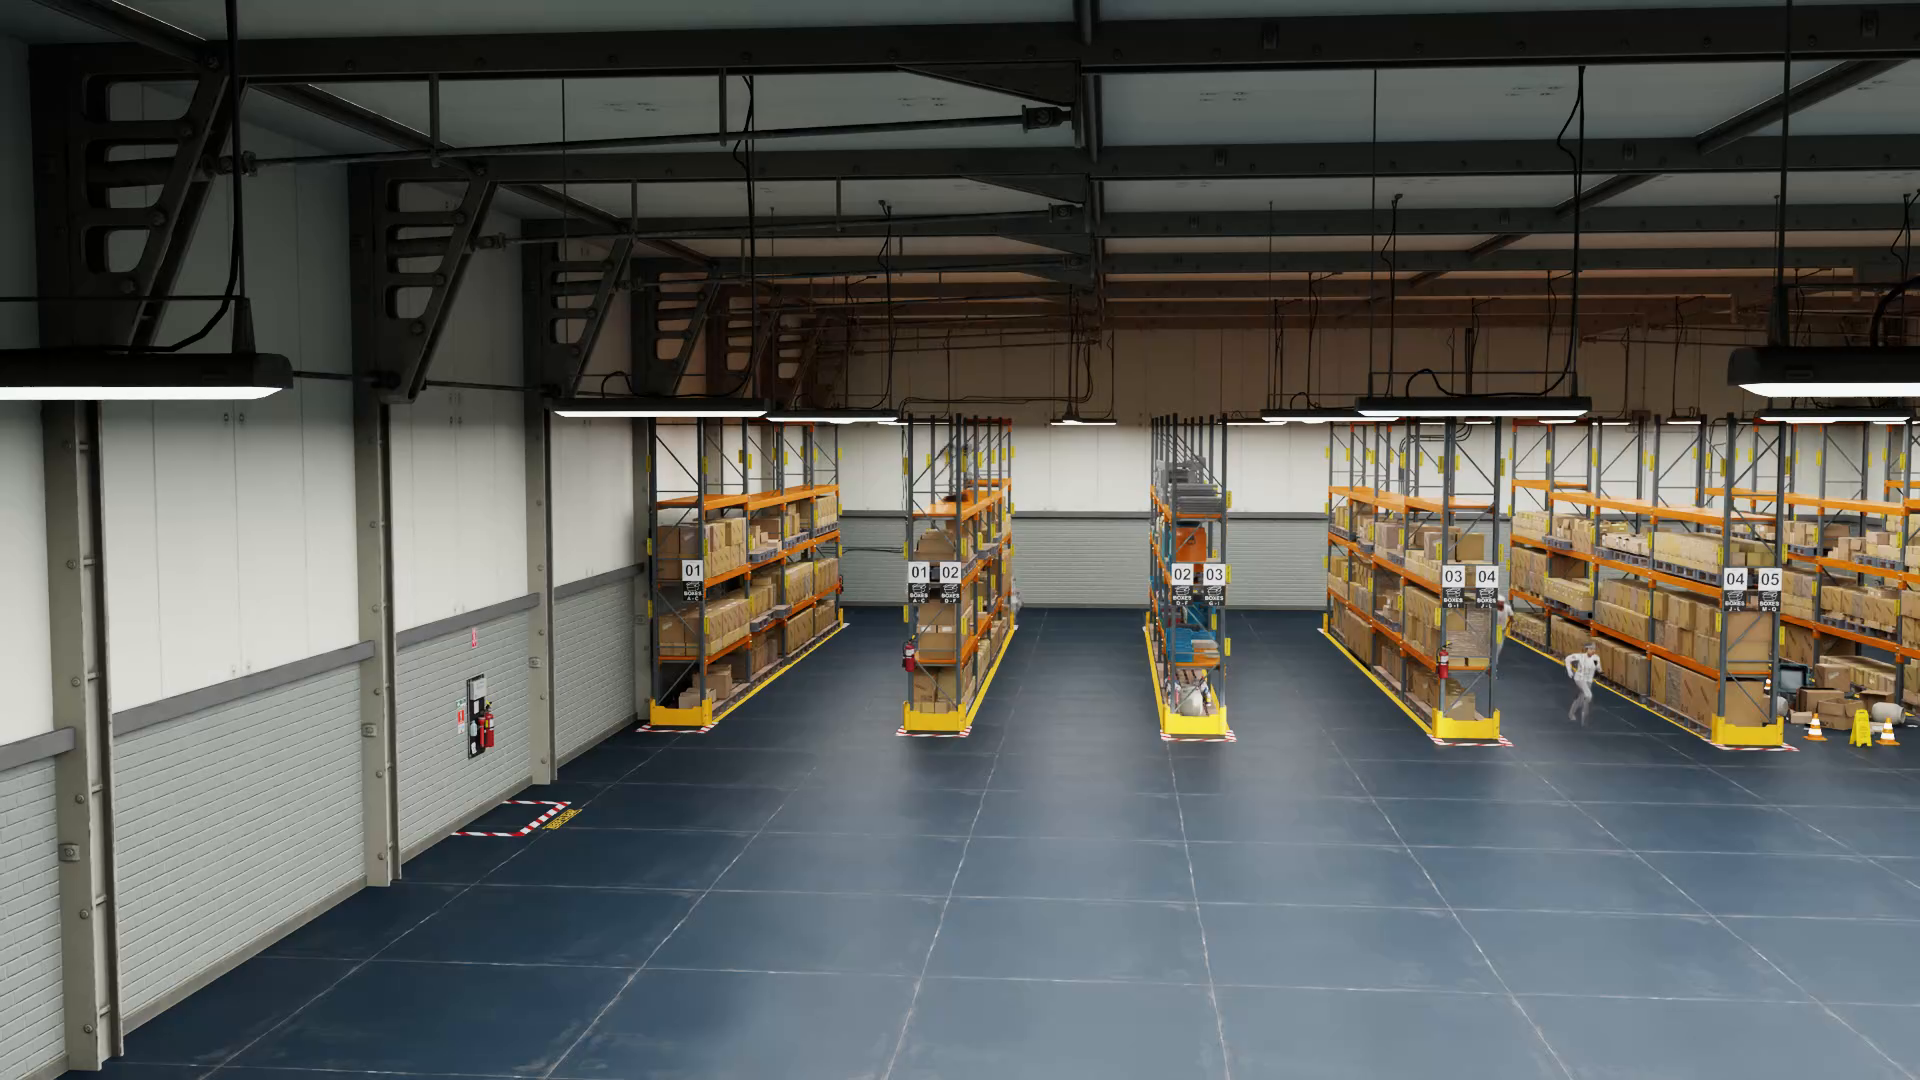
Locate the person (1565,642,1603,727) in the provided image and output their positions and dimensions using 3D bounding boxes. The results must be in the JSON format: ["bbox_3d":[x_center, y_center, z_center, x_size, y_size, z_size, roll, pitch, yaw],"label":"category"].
[{"bbox_3d":[11.983,2.744,31.976,0.602,1.650,0.881,-1,4,-16],"label":"person"}]

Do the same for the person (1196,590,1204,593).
[{"bbox_3d":[6.993,1.661,47.704,0.667,1.808,0.733,2,4,27],"label":"person"}]

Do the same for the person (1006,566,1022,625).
[{"bbox_3d":[1.502,1.615,48.405,0.592,1.772,0.760,0,4,1],"label":"person"}]

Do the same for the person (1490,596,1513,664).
[{"bbox_3d":[13.107,2.173,40.537,0.696,1.691,0.815,0,4,0],"label":"person"}]
